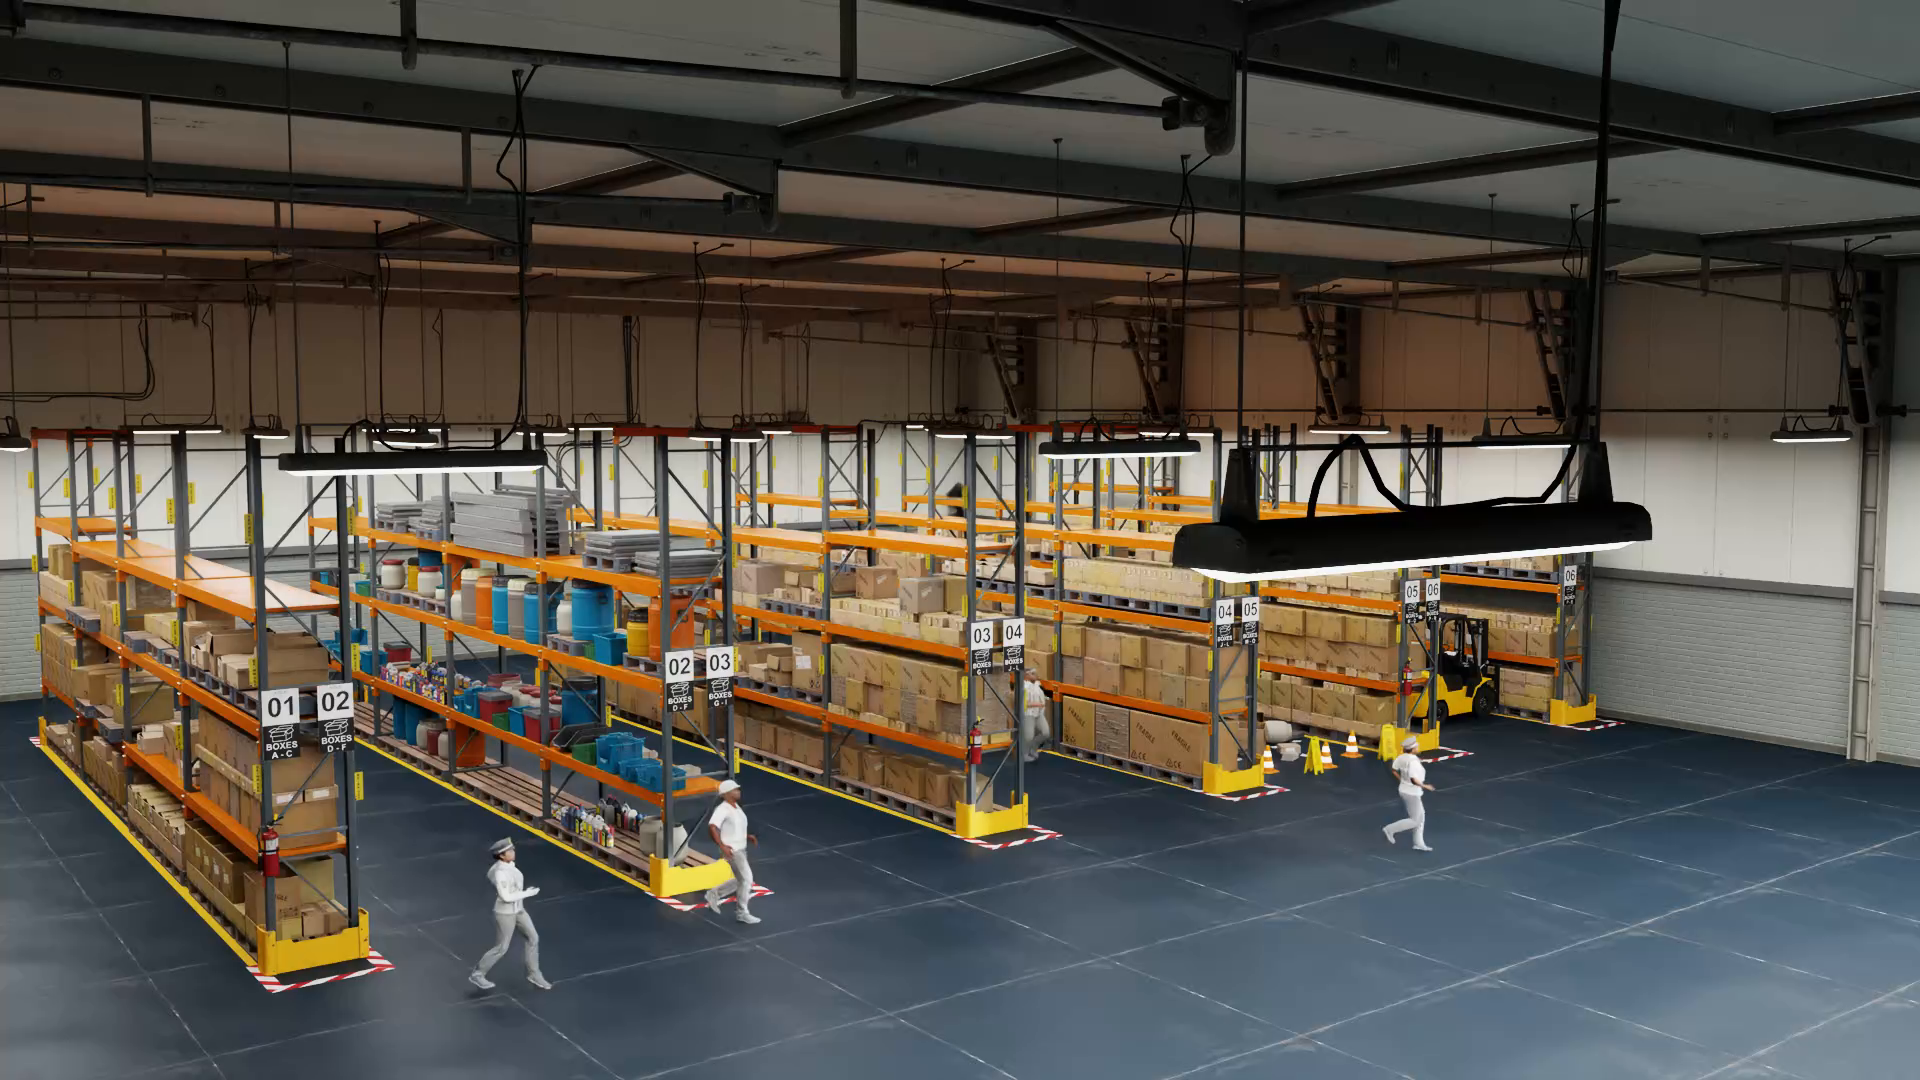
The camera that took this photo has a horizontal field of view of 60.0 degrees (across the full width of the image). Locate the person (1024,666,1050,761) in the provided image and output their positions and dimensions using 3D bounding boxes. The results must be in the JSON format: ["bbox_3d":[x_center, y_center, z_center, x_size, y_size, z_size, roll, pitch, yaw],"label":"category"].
[{"bbox_3d":[1.335,3.112,29.776,0.640,1.742,0.624,-4,6,-39],"label":"person"}]

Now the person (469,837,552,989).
[{"bbox_3d":[-4.905,4.073,18.103,0.857,1.722,0.620,0,4,-2],"label":"person"}]

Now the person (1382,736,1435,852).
[{"bbox_3d":[6.403,3.641,23.792,0.791,1.692,0.578,-1,5,-8],"label":"person"}]

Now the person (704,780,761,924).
[{"bbox_3d":[-2.811,3.854,20.658,0.729,1.738,0.749,1,5,7],"label":"person"}]
